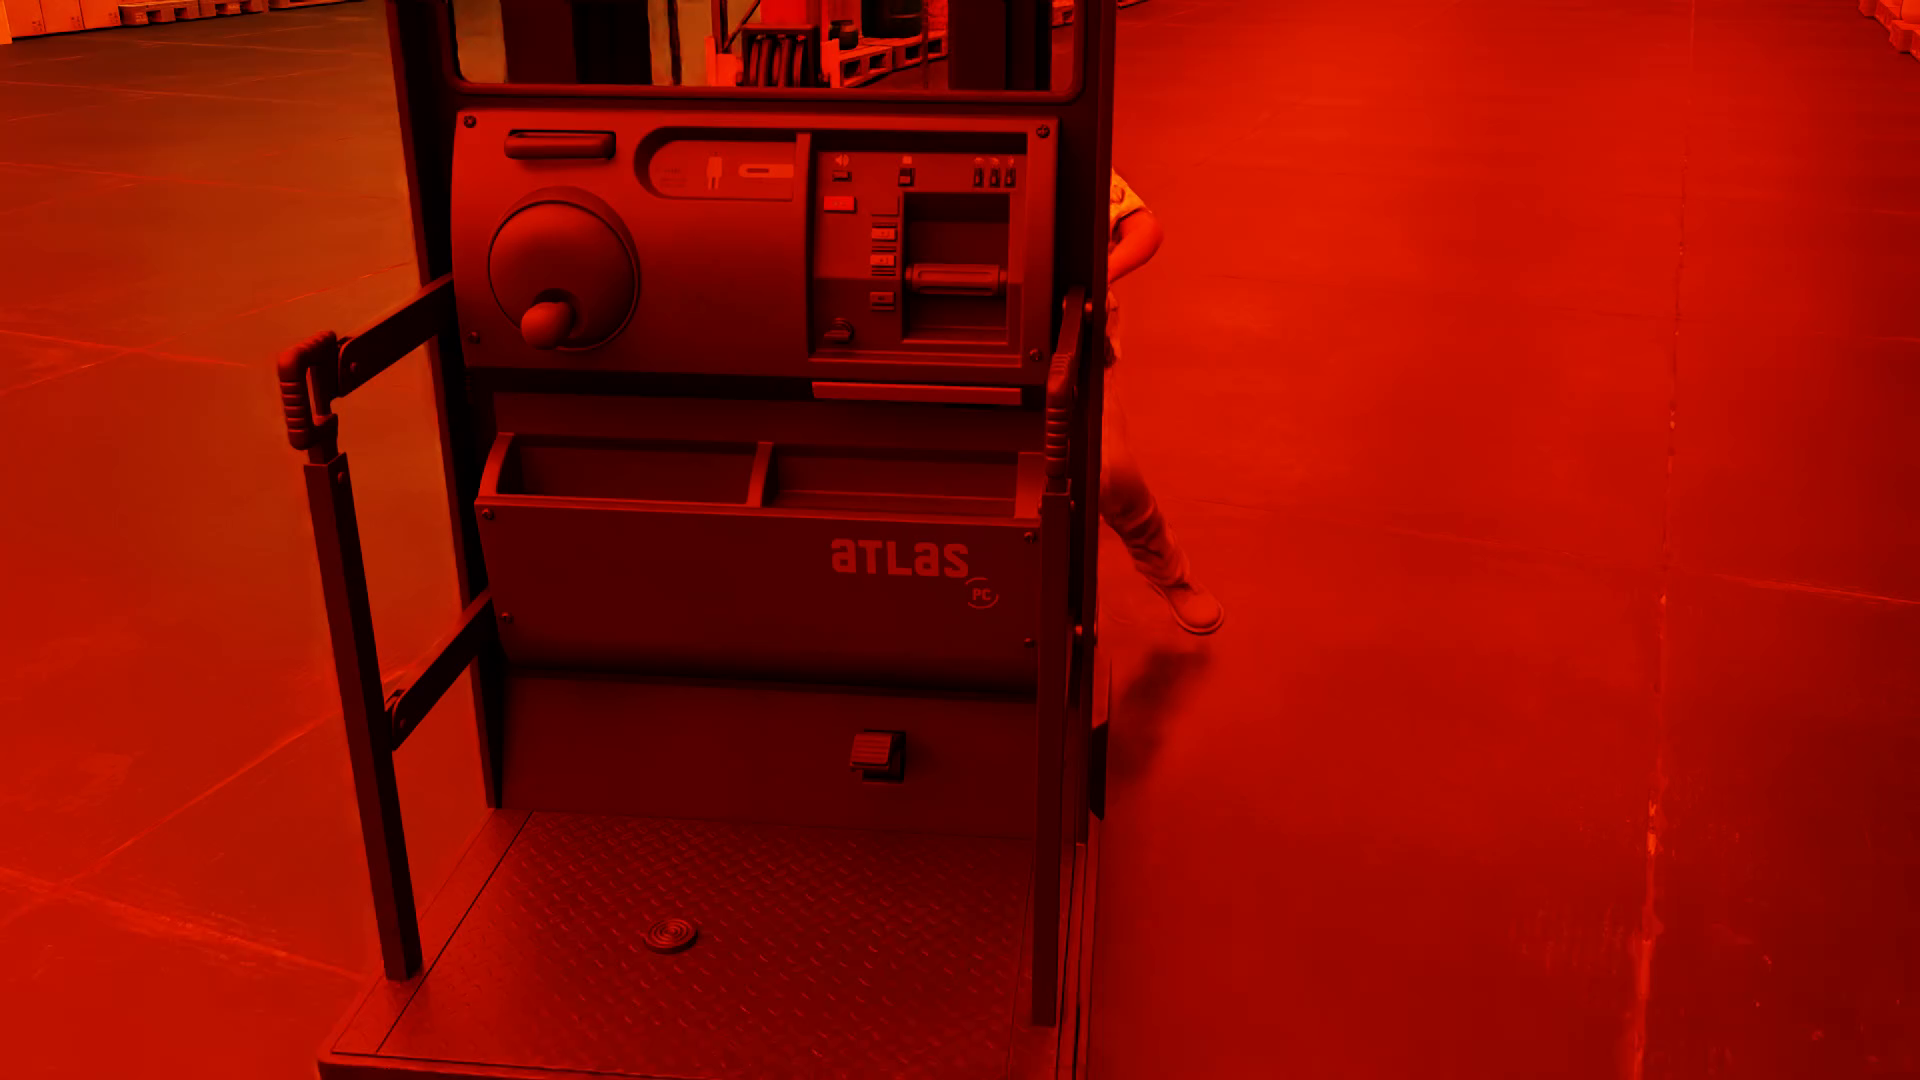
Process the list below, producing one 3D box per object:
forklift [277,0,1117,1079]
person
[{"bbox_3d":[-0.339,-0.436,2.336,1.130,2.935,3.031,2,23,6],"label":"forklift"},{"bbox_3d":[0.154,-0.501,4.423,1.202,1.441,0.661,17,28,35],"label":"person"}]
